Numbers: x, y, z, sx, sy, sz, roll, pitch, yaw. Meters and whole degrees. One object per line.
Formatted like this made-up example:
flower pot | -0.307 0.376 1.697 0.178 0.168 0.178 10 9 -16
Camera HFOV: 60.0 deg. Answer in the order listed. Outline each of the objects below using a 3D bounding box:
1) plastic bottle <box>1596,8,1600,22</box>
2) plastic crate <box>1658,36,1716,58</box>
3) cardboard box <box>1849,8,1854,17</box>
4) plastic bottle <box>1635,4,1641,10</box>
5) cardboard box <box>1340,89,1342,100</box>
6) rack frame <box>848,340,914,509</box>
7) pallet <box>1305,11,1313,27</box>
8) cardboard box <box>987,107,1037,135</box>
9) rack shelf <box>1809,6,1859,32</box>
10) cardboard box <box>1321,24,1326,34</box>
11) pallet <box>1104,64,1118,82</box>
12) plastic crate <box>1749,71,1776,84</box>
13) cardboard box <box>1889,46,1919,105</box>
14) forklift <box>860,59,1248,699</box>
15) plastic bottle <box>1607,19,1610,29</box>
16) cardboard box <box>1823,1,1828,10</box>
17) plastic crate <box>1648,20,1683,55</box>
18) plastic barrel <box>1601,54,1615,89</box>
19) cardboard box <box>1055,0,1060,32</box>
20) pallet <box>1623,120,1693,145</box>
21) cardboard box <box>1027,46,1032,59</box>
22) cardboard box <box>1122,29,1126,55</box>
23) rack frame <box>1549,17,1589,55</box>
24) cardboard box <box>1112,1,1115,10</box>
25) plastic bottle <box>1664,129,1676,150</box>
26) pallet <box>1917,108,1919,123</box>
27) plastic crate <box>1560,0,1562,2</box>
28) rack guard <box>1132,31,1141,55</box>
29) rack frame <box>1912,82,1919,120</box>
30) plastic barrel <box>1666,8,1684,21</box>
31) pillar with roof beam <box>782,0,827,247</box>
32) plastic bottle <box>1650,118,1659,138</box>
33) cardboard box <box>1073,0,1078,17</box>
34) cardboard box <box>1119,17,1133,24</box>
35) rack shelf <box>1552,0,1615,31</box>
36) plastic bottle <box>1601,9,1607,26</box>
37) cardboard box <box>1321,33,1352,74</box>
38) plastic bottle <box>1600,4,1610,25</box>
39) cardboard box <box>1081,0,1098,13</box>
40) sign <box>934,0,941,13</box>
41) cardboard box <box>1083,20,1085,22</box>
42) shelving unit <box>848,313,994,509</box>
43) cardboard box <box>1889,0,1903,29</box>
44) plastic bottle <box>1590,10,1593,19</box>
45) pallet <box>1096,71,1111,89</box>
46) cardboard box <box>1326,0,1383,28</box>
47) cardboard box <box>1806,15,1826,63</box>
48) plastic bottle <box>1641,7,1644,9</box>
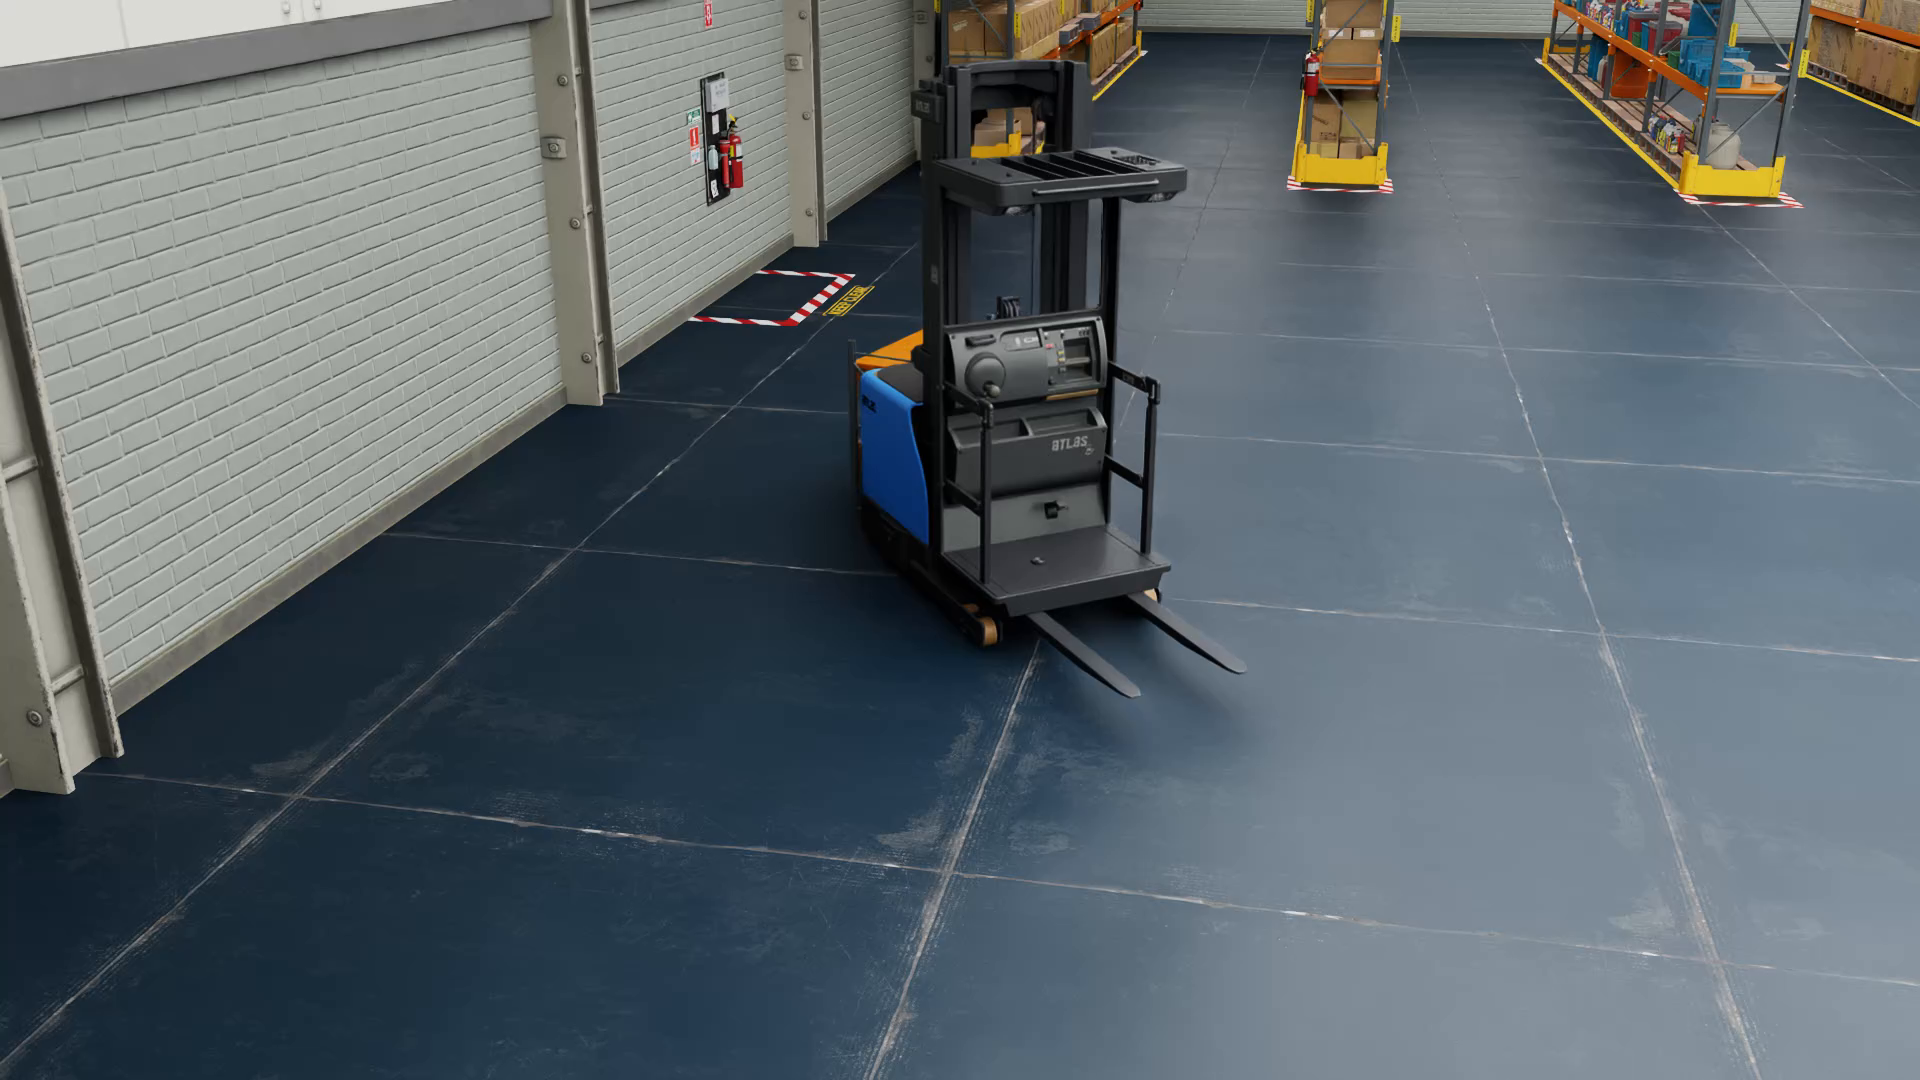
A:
plastic bottle | 11.633 -9.558 30.243 0.097 0.271 0.097 0 22 0
plastic crate | 10.524 -7.085 24.014 0.767 0.338 0.504 4 22 11
cardboard box | 17.030 -9.958 31.401 0.380 0.149 0.250 5 22 12
plastic bottle | 12.119 -9.397 29.737 0.144 0.351 0.185 4 22 11
cardboard box | 5.814 -6.391 24.321 0.500 0.500 0.500 4 22 11
rack frame | -0.480 -0.693 10.568 0.500 1.125 0.032 11 25 26
pallet | 6.792 -9.302 29.692 1.213 0.211 1.003 4 22 11
cardboard box | 0.784 -6.352 24.867 0.700 0.500 0.500 3 22 8
rack shelf | 17.644 -10.242 32.731 1.077 0.370 4.000 4 22 11
cardboard box | 5.034 -6.809 22.243 0.380 0.149 0.250 5 22 12
pallet | 2.605 -9.395 33.400 1.003 0.211 1.213 4 22 11
plastic crate | 10.436 -6.013 21.622 0.298 0.136 0.250 4 22 11
cardboard box | 16.581 -7.841 28.090 1.225 0.875 0.875 3 22 8
forklift | 0.467 -0.968 8.834 1.130 2.935 3.031 -10 24 -23
plastic bottle | 11.345 -9.008 28.970 0.097 0.201 0.097 0 22 0
cardboard box | 17.397 -10.615 33.032 0.380 0.149 0.250 4 22 10
plastic crate | 10.554 -7.526 24.939 0.402 0.464 0.583 4 22 11
plastic barrel | 11.885 -8.428 29.931 0.600 0.588 0.708 4 22 11
cardboard box | 1.263 -8.142 25.725 0.500 0.500 0.500 4 22 11
pallet | 10.877 -6.292 25.695 1.003 0.211 1.213 4 22 11
cardboard box | 0.743 -6.873 23.578 0.500 0.250 0.500 4 22 9
cardboard box | 3.154 -10.649 35.563 0.700 0.500 0.500 5 22 12
rack frame | 13.204 -11.684 35.351 1.000 3.000 0.127 4 22 11
cardboard box | 2.869 -10.630 33.043 0.380 0.149 0.250 5 22 12
plastic bottle | 9.991 -5.619 23.348 0.152 0.276 0.135 4 22 9
pallet | 16.259 -6.802 26.960 1.003 0.211 1.213 4 22 11
plastic crate | 12.697 -11.329 34.611 0.416 0.233 0.300 4 22 11
rack guard | 3.510 -11.289 37.715 1.175 0.500 0.348 4 22 11
rack frame | 16.420 -8.381 27.149 1.000 3.000 0.127 4 22 11
plastic barrel | 11.484 -8.264 26.708 0.421 0.512 0.421 0 22 0
pillar with roof beam | 2.526 -7.170 16.112 9.100 9.000 0.400 4 22 11
plastic bottle | 10.222 -6.033 24.375 0.152 0.276 0.135 5 23 13
cardboard box | 1.699 -9.385 28.919 0.700 0.500 0.500 2 22 6
cardboard box | 3.612 -11.451 36.688 0.380 0.149 0.250 4 22 10
rack shelf | 12.796 -10.619 33.669 1.077 0.370 4.000 4 22 11
plastic bottle | 11.469 -9.303 29.594 0.061 0.283 0.133 4 22 11
cardboard box | 5.301 -6.620 22.643 0.700 0.500 0.500 5 22 12
plastic bottle | 11.543 -9.389 29.718 0.144 0.351 0.185 4 22 11
cardboard box | 2.222 -9.866 30.276 0.500 0.500 0.500 5 22 13
sign | -0.299 -7.321 22.544 0.100 0.325 0.005 4 22 11
cardboard box | 2.167 -9.509 30.260 0.380 0.149 0.250 4 22 10
shelving unit | -0.241 -0.860 10.984 0.538 1.125 1.048 11 25 26
cardboard box | 16.593 -9.185 29.011 0.500 0.500 0.500 5 22 12
plastic bottle | 11.775 -9.779 30.886 0.097 0.201 0.097 0 22 0
pallet | 2.358 -8.948 32.288 1.003 0.211 1.213 4 22 11
cardboard box | 5.209 -7.049 21.971 0.700 0.500 0.500 5 22 11
cardboard box | 18.000 -10.276 34.135 0.875 0.875 0.875 4 22 11
plastic bottle | 12.371 -9.543 30.200 0.152 0.276 0.135 4 22 11
